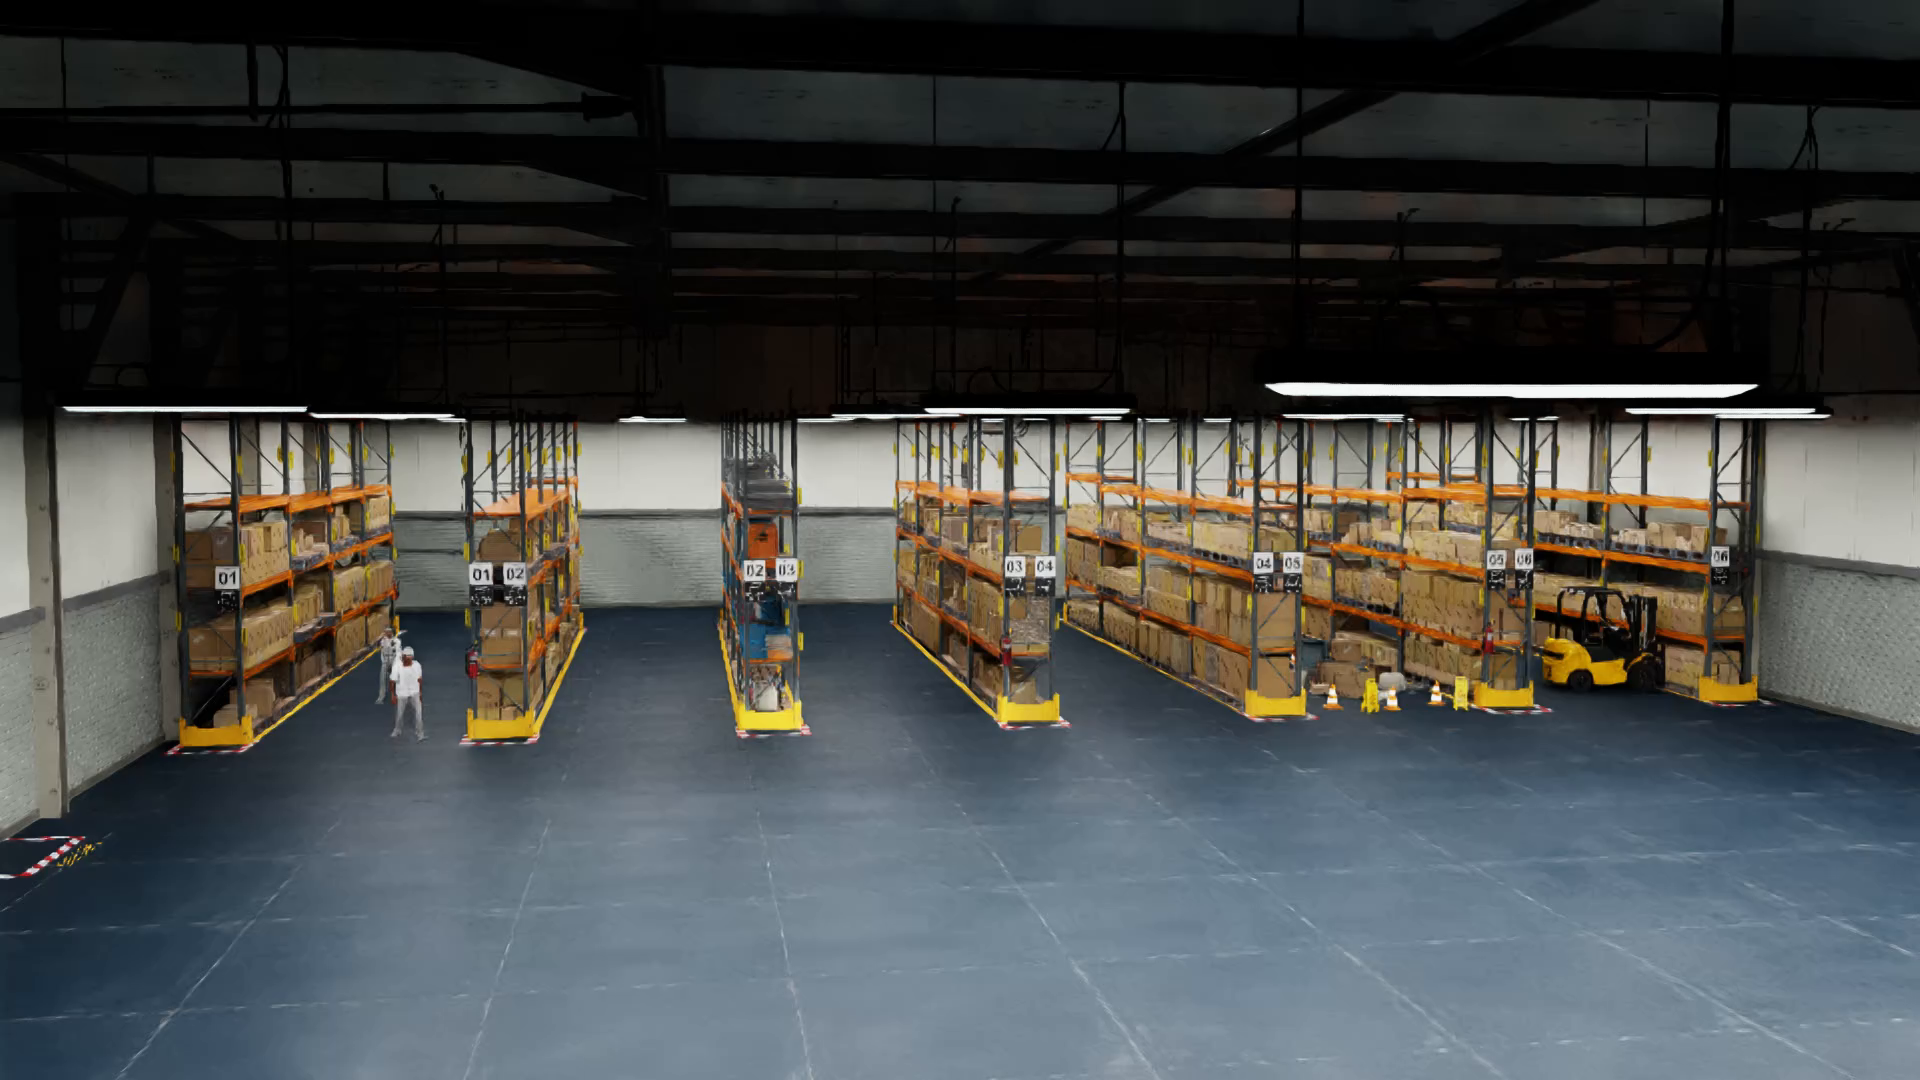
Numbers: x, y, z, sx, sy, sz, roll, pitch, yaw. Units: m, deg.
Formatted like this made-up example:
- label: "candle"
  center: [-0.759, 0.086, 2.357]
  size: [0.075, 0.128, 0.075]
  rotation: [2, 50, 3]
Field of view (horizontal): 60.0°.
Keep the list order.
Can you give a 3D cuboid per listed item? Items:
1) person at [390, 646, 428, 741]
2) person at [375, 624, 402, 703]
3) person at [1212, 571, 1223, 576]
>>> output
- label: "person"
  center: [-10.001, 2.748, 30.100]
  size: [0.617, 1.671, 0.965]
  rotation: [-2, 5, -32]
- label: "person"
  center: [-11.679, 2.517, 34.136]
  size: [0.482, 1.616, 0.989]
  rotation: [0, 4, -1]
- label: "person"
  center: [7.240, 1.649, 46.495]
  size: [0.559, 1.651, 0.682]
  rotation: [0, 4, 1]
